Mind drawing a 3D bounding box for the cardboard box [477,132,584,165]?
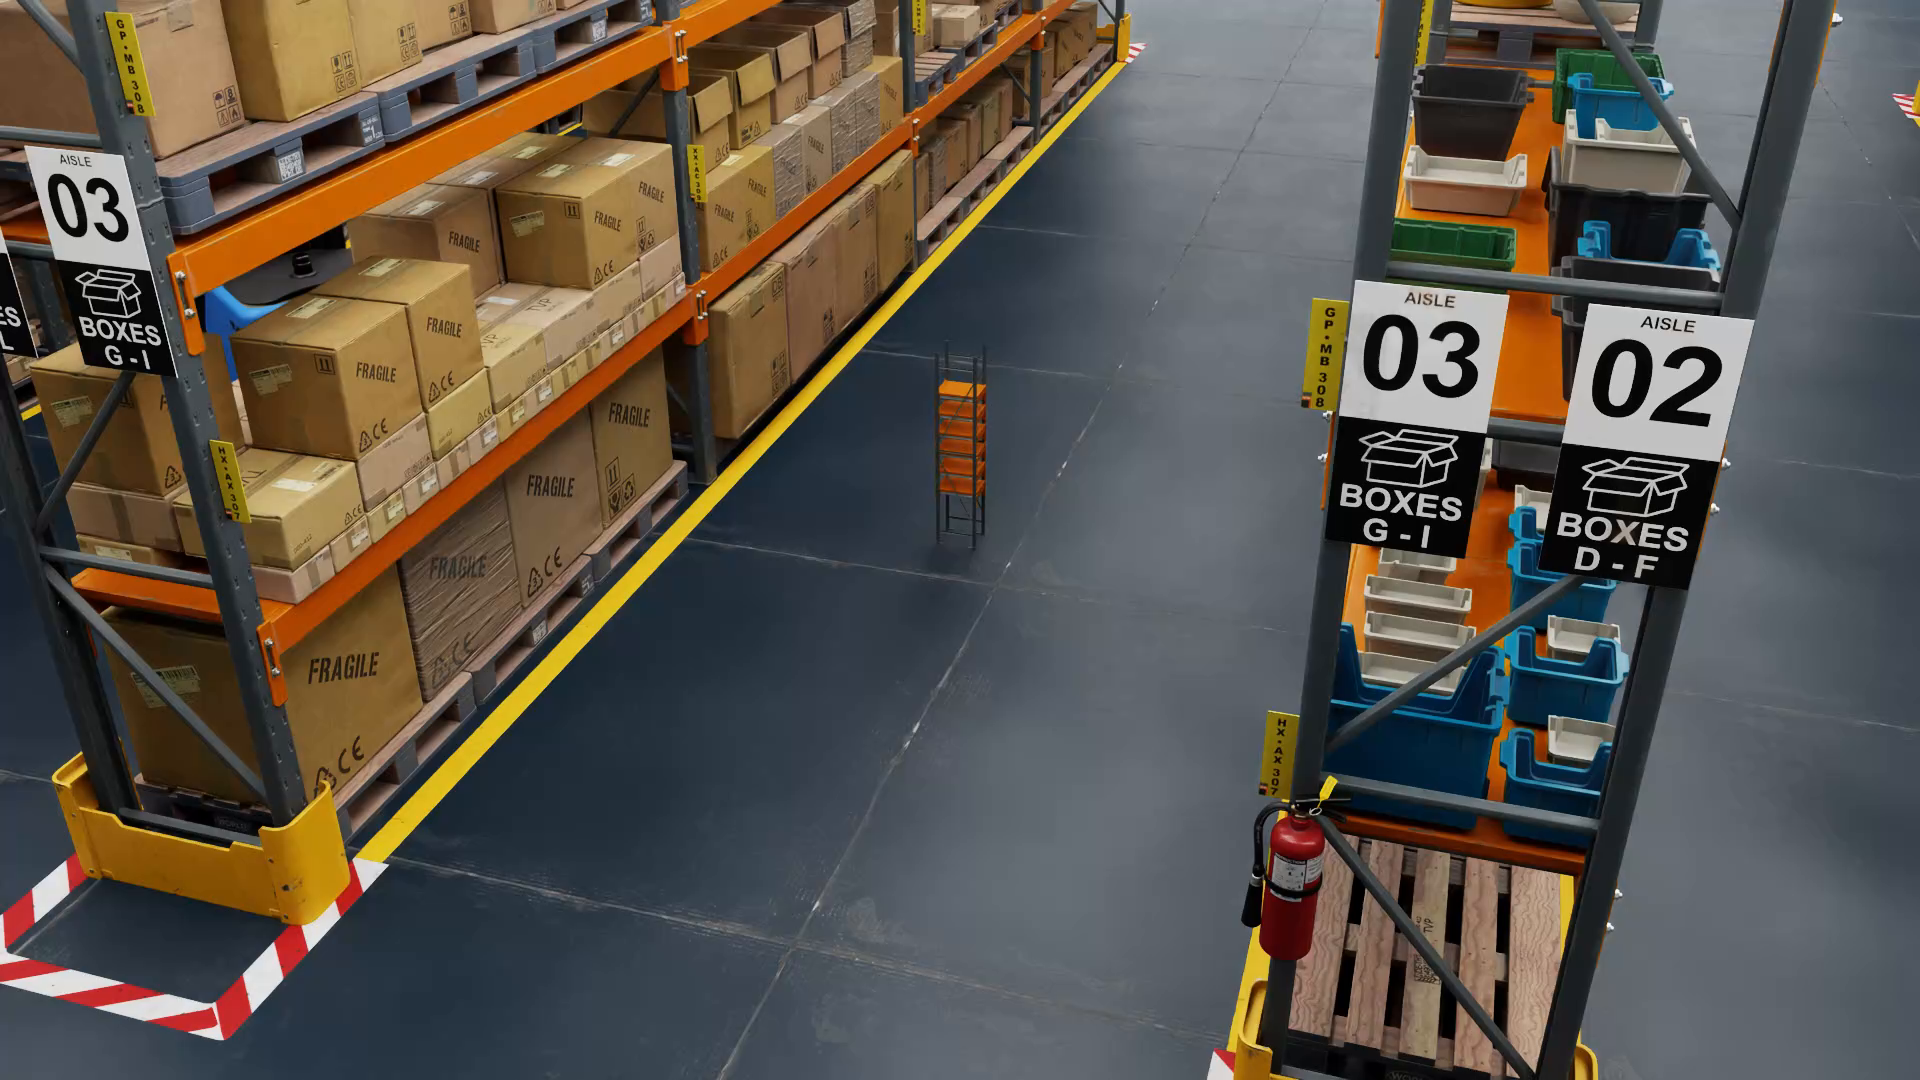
[{"bbox_3d":[-2.405,-1.946,9.239,0.500,0.500,0.500,8,30,15],"label":"cardboard box"}]

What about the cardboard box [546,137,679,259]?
[{"bbox_3d":[-1.899,-1.880,9.121,0.500,0.500,0.500,9,30,16],"label":"cardboard box"}]

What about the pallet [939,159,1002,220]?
[{"bbox_3d":[-0.255,-3.308,15.479,1.003,0.211,1.213,8,30,15],"label":"pallet"}]

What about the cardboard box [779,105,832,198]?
[{"bbox_3d":[-1.205,-2.669,11.359,0.500,0.500,0.500,9,30,16],"label":"cardboard box"}]

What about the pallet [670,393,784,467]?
[{"bbox_3d":[-1.865,-0.890,11.133,1.003,0.211,1.213,8,30,15],"label":"pallet"}]

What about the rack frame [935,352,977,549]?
[{"bbox_3d":[-0.023,-0.489,9.394,0.240,1.200,0.006,8,30,15],"label":"rack frame"}]

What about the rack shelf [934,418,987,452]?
[{"bbox_3d":[0.004,-0.597,9.434,0.258,0.103,0.180,8,30,15],"label":"rack shelf"}]

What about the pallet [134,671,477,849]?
[{"bbox_3d":[-3.034,0.955,7.816,1.003,0.211,1.213,8,30,15],"label":"pallet"}]

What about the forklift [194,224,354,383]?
[{"bbox_3d":[-4.824,-2.420,11.085,1.130,2.935,3.031,-21,35,-32],"label":"forklift"}]

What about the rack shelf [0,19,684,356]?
[{"bbox_3d":[-2.607,-1.807,7.566,1.077,0.370,4.000,8,30,15],"label":"rack shelf"}]

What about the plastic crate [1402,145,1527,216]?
[{"bbox_3d":[1.910,-1.365,6.304,0.437,0.136,0.530,8,30,15],"label":"plastic crate"}]

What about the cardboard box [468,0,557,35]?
[{"bbox_3d":[-2.354,-2.700,7.794,0.700,0.500,0.500,10,31,17],"label":"cardboard box"}]

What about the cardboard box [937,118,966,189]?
[{"bbox_3d":[-0.358,-3.537,15.141,0.700,0.500,0.500,11,31,19],"label":"cardboard box"}]

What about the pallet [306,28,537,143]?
[{"bbox_3d":[-2.630,-2.068,7.387,1.003,0.211,1.213,8,30,15],"label":"pallet"}]

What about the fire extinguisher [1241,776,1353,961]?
[{"bbox_3d":[1.062,1.028,5.280,0.296,0.674,0.183,8,30,15],"label":"fire extinguisher"}]

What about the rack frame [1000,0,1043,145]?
[{"bbox_3d":[0.329,-5.457,16.475,1.000,3.000,0.127,8,30,15],"label":"rack frame"}]

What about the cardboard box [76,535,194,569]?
[{"bbox_3d":[-3.404,0.017,6.893,0.380,0.149,0.250,9,30,16],"label":"cardboard box"}]

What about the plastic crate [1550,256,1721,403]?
[{"bbox_3d":[1.921,-0.567,4.732,0.497,0.269,0.590,8,30,15],"label":"plastic crate"}]

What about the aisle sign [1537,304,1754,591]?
[{"bbox_3d":[1.804,-0.234,4.411,0.394,0.787,0.004,8,30,15],"label":"aisle sign"}]

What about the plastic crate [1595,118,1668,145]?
[{"bbox_3d":[2.706,-1.583,6.696,0.293,0.136,0.466,8,30,15],"label":"plastic crate"}]

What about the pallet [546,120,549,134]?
[{"bbox_3d":[-4.894,-4.055,16.823,1.003,0.211,1.213,8,30,15],"label":"pallet"}]

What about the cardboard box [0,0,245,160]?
[{"bbox_3d":[-3.092,-1.712,6.018,0.700,0.500,0.500,7,30,12],"label":"cardboard box"}]

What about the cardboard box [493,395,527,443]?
[{"bbox_3d":[-2.324,-0.604,8.008,0.380,0.149,0.250,8,30,14],"label":"cardboard box"}]

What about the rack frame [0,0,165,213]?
[{"bbox_3d":[-3.194,-2.502,4.992,1.000,3.000,0.127,8,30,15],"label":"rack frame"}]

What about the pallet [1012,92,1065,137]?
[{"bbox_3d":[0.492,-4.556,17.723,1.003,0.211,1.213,8,30,15],"label":"pallet"}]

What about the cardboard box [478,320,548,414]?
[{"bbox_3d":[-2.349,-0.848,8.038,0.500,0.250,0.500,8,30,14],"label":"cardboard box"}]

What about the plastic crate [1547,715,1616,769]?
[{"bbox_3d":[2.102,0.710,5.598,0.250,0.136,0.298,8,30,15],"label":"plastic crate"}]

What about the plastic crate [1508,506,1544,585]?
[{"bbox_3d":[2.403,0.054,6.678,0.416,0.233,0.300,8,30,15],"label":"plastic crate"}]

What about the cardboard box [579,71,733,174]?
[{"bbox_3d":[-1.840,-2.520,10.059,0.797,0.503,0.637,8,30,14],"label":"cardboard box"}]

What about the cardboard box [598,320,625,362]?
[{"bbox_3d":[-2.022,-1.083,8.870,0.380,0.149,0.250,9,30,16],"label":"cardboard box"}]

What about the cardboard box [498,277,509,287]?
[{"bbox_3d":[-2.559,-1.393,9.016,0.500,0.250,0.500,8,30,15],"label":"cardboard box"}]

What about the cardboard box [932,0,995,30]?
[{"bbox_3d":[-0.092,-4.867,14.876,0.797,0.503,0.637,12,31,20],"label":"cardboard box"}]

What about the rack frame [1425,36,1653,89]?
[{"bbox_3d":[2.715,-1.033,8.521,1.000,3.000,0.127,8,30,15],"label":"rack frame"}]

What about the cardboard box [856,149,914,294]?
[{"bbox_3d":[-1.068,-2.536,12.976,1.225,0.875,0.875,7,30,13],"label":"cardboard box"}]

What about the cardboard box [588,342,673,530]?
[{"bbox_3d":[-2.290,-0.699,9.675,0.875,0.875,0.875,8,30,15],"label":"cardboard box"}]

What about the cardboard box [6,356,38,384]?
[{"bbox_3d":[-6.521,-1.201,11.324,0.380,0.149,0.250,9,30,16],"label":"cardboard box"}]

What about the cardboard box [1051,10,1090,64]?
[{"bbox_3d":[1.161,-5.837,19.296,0.500,0.500,0.500,17,33,28],"label":"cardboard box"}]

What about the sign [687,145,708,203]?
[{"bbox_3d":[-1.489,-2.074,9.421,0.100,0.325,0.005,8,30,15],"label":"sign"}]

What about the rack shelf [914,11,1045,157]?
[{"bbox_3d":[-0.258,-4.214,14.979,1.077,0.370,4.000,8,30,15],"label":"rack shelf"}]

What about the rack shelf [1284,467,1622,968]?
[{"bbox_3d":[2.128,0.211,7.025,1.077,0.370,4.000,8,30,15],"label":"rack shelf"}]

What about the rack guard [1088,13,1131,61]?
[{"bbox_3d":[1.480,-6.189,20.360,1.175,0.500,0.348,8,30,15],"label":"rack guard"}]

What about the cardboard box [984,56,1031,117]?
[{"bbox_3d":[0.484,-4.729,17.304,0.500,0.500,0.500,8,30,13],"label":"cardboard box"}]

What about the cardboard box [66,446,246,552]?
[{"bbox_3d":[-3.305,-0.208,6.887,0.500,0.250,0.500,8,30,14],"label":"cardboard box"}]

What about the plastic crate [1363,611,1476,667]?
[{"bbox_3d":[1.706,0.378,6.195,0.396,0.136,0.243,8,30,15],"label":"plastic crate"}]

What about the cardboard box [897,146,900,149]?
[{"bbox_3d":[-0.678,-3.342,14.019,0.500,0.250,0.500,10,31,17],"label":"cardboard box"}]

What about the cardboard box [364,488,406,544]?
[{"bbox_3d":[-2.625,-0.127,7.152,0.380,0.149,0.250,8,30,14],"label":"cardboard box"}]

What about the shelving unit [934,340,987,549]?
[{"bbox_3d":[0.004,-0.531,9.470,0.258,1.200,0.189,8,30,15],"label":"shelving unit"}]

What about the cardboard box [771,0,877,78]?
[{"bbox_3d":[-1.076,-3.743,12.258,0.797,0.503,0.637,10,30,17],"label":"cardboard box"}]
